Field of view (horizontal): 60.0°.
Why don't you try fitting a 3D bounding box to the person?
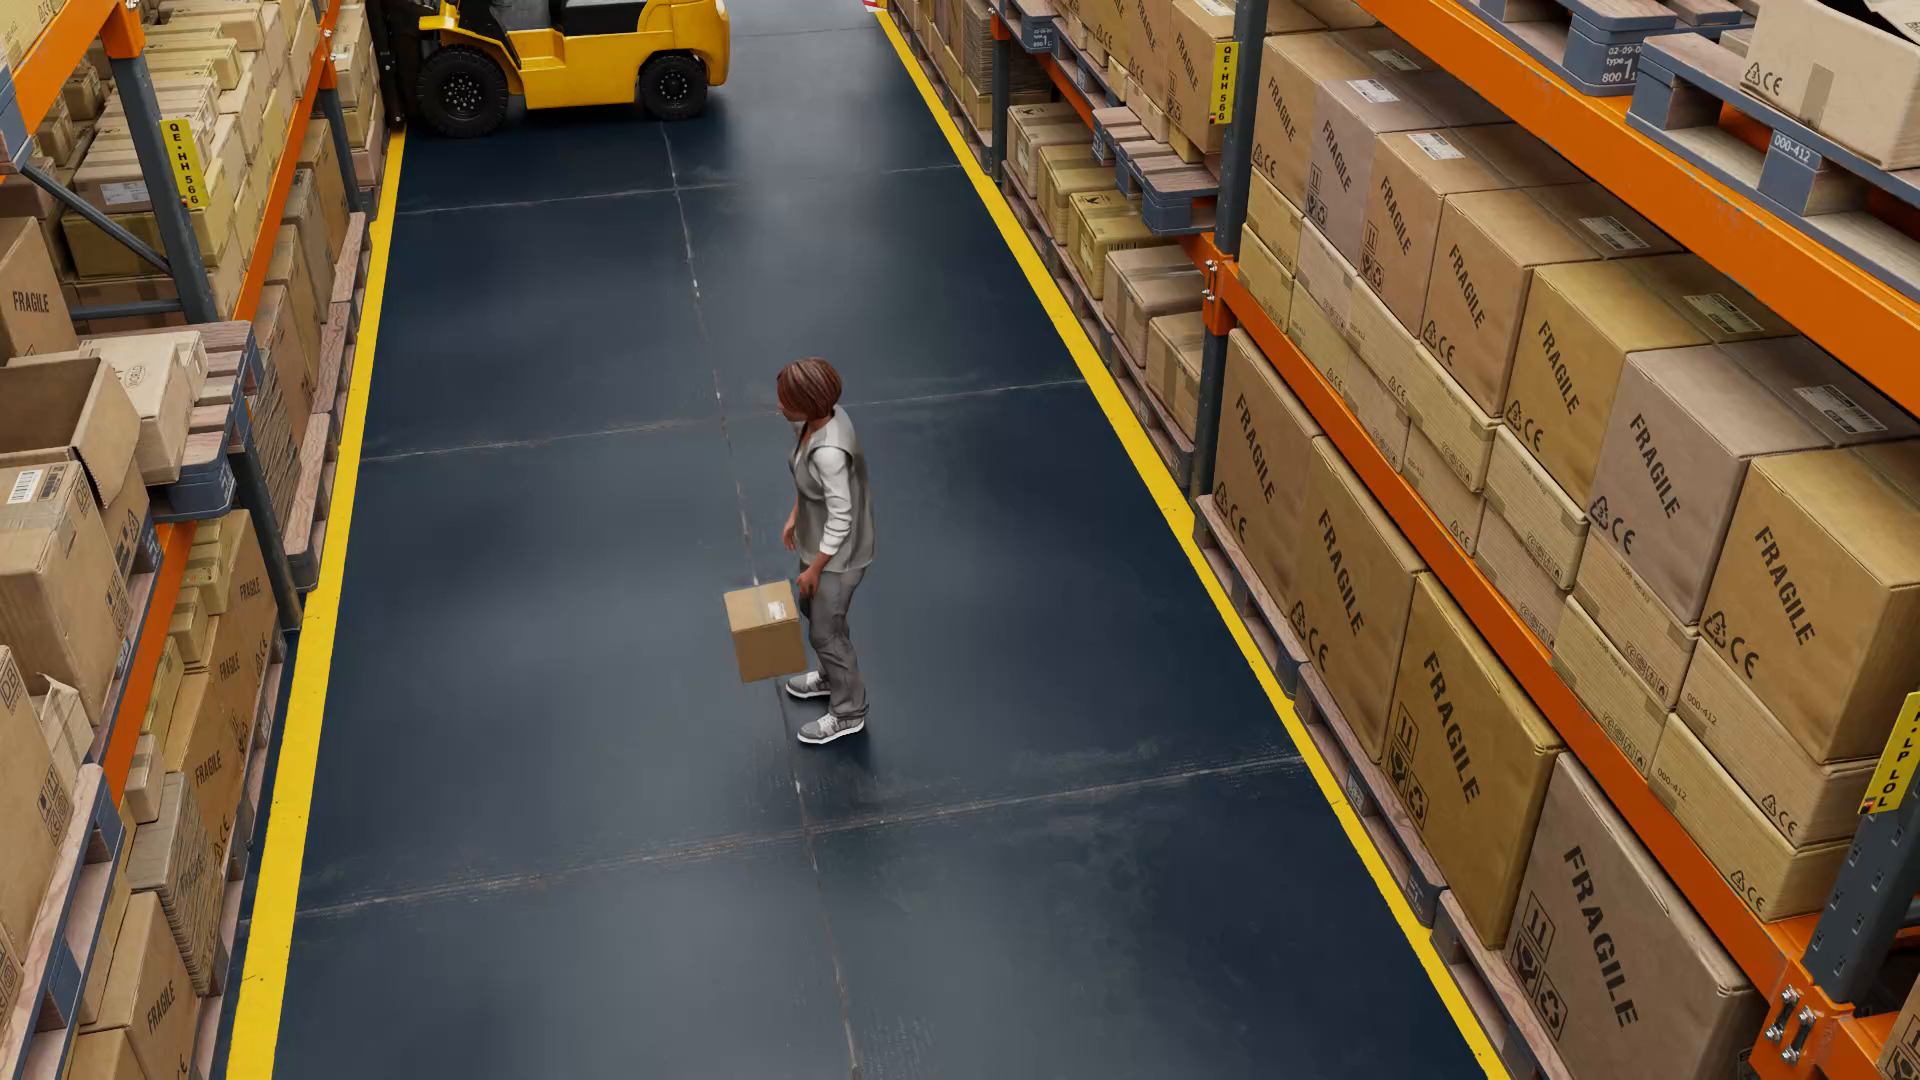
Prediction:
[{"bbox_3d":[-0.490,0.035,6.098,0.341,1.598,0.452,-8,36,-12],"label":"person"}]
